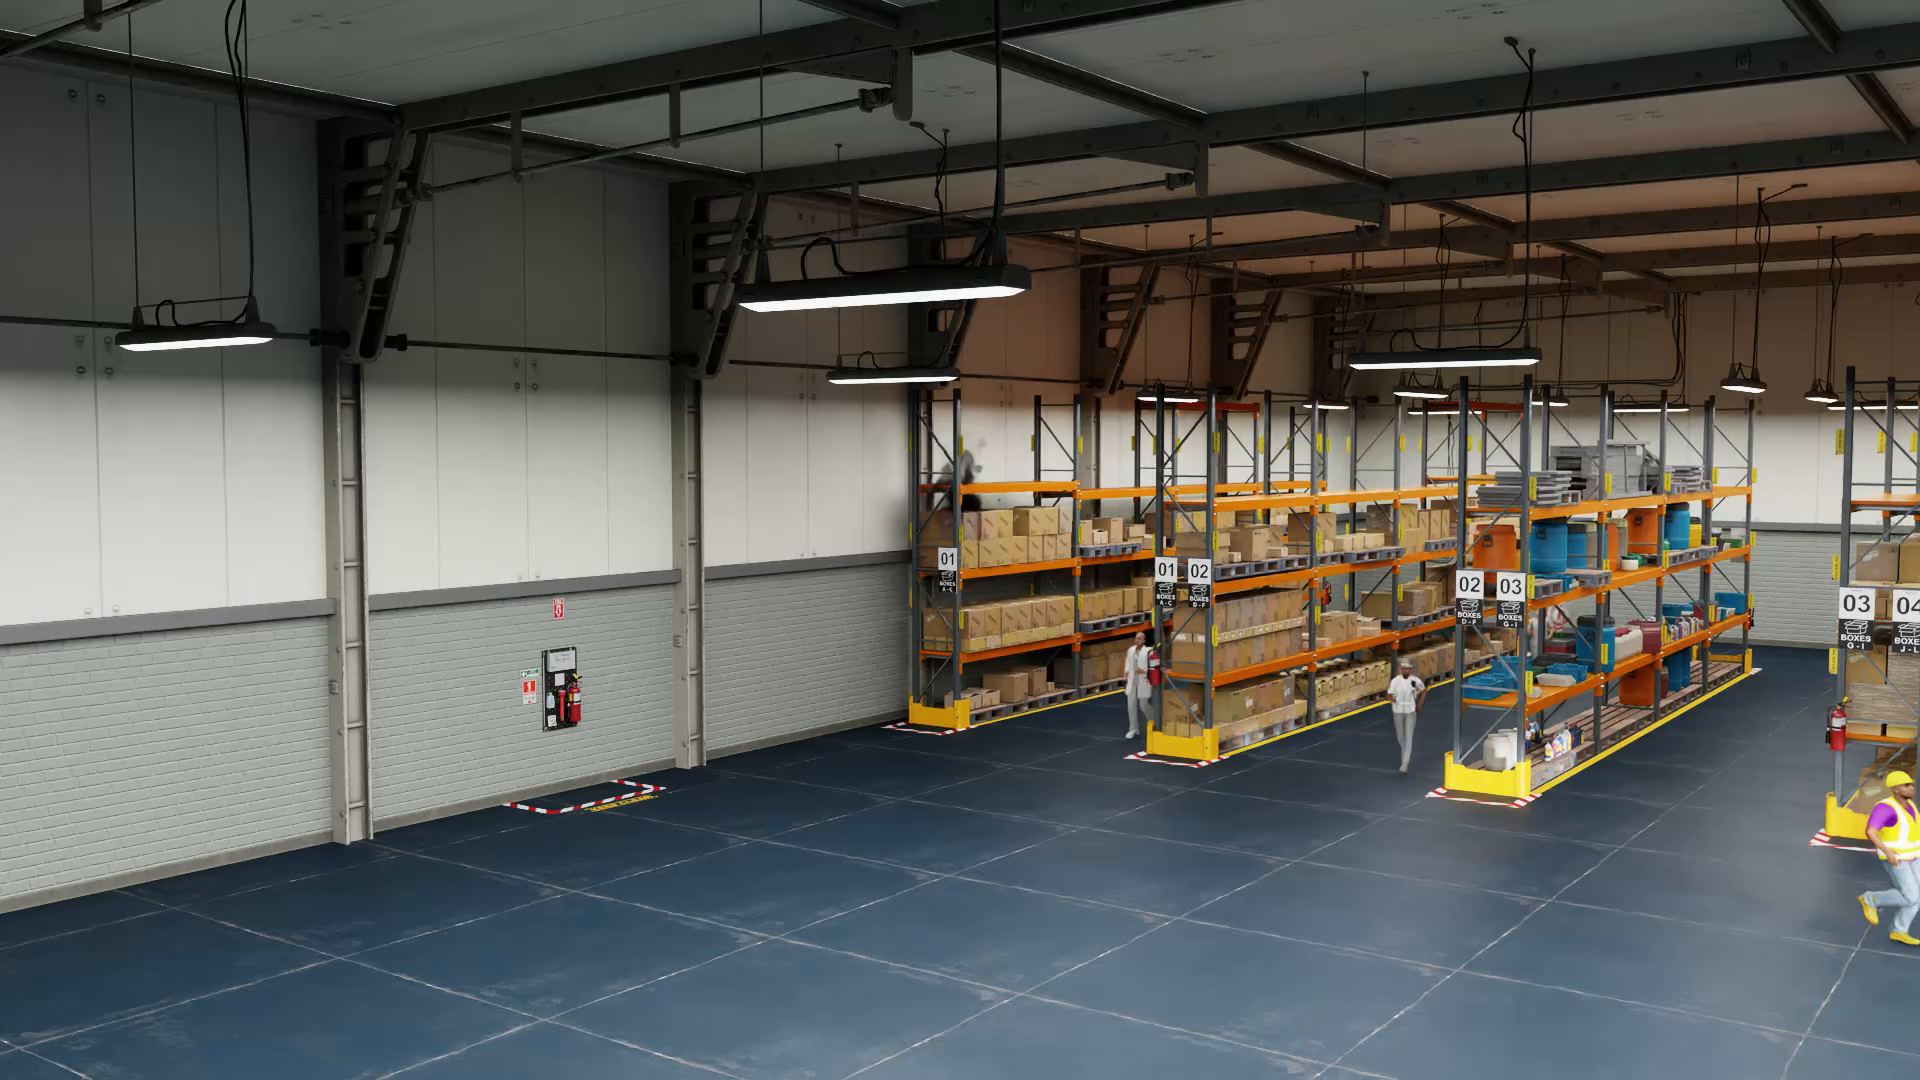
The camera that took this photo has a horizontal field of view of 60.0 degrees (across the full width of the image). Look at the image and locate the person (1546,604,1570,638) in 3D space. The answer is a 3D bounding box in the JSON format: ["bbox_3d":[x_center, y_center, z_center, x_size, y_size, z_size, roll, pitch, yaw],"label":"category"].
[{"bbox_3d":[13.057,2.030,36.591,0.669,1.766,0.903,2,4,30],"label":"person"}]

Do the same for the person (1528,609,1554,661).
[{"bbox_3d":[12.078,2.199,34.663,0.546,1.678,0.641,2,4,25],"label":"person"}]

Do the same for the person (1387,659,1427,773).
[{"bbox_3d":[6.883,2.675,25.690,0.579,1.699,0.923,1,4,24],"label":"person"}]

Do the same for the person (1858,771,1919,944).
[{"bbox_3d":[9.455,3.187,16.800,0.702,1.721,0.589,-2,4,-30],"label":"person"}]

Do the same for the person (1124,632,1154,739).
[{"bbox_3d":[3.102,2.479,28.630,0.711,1.786,0.900,2,4,33],"label":"person"}]
